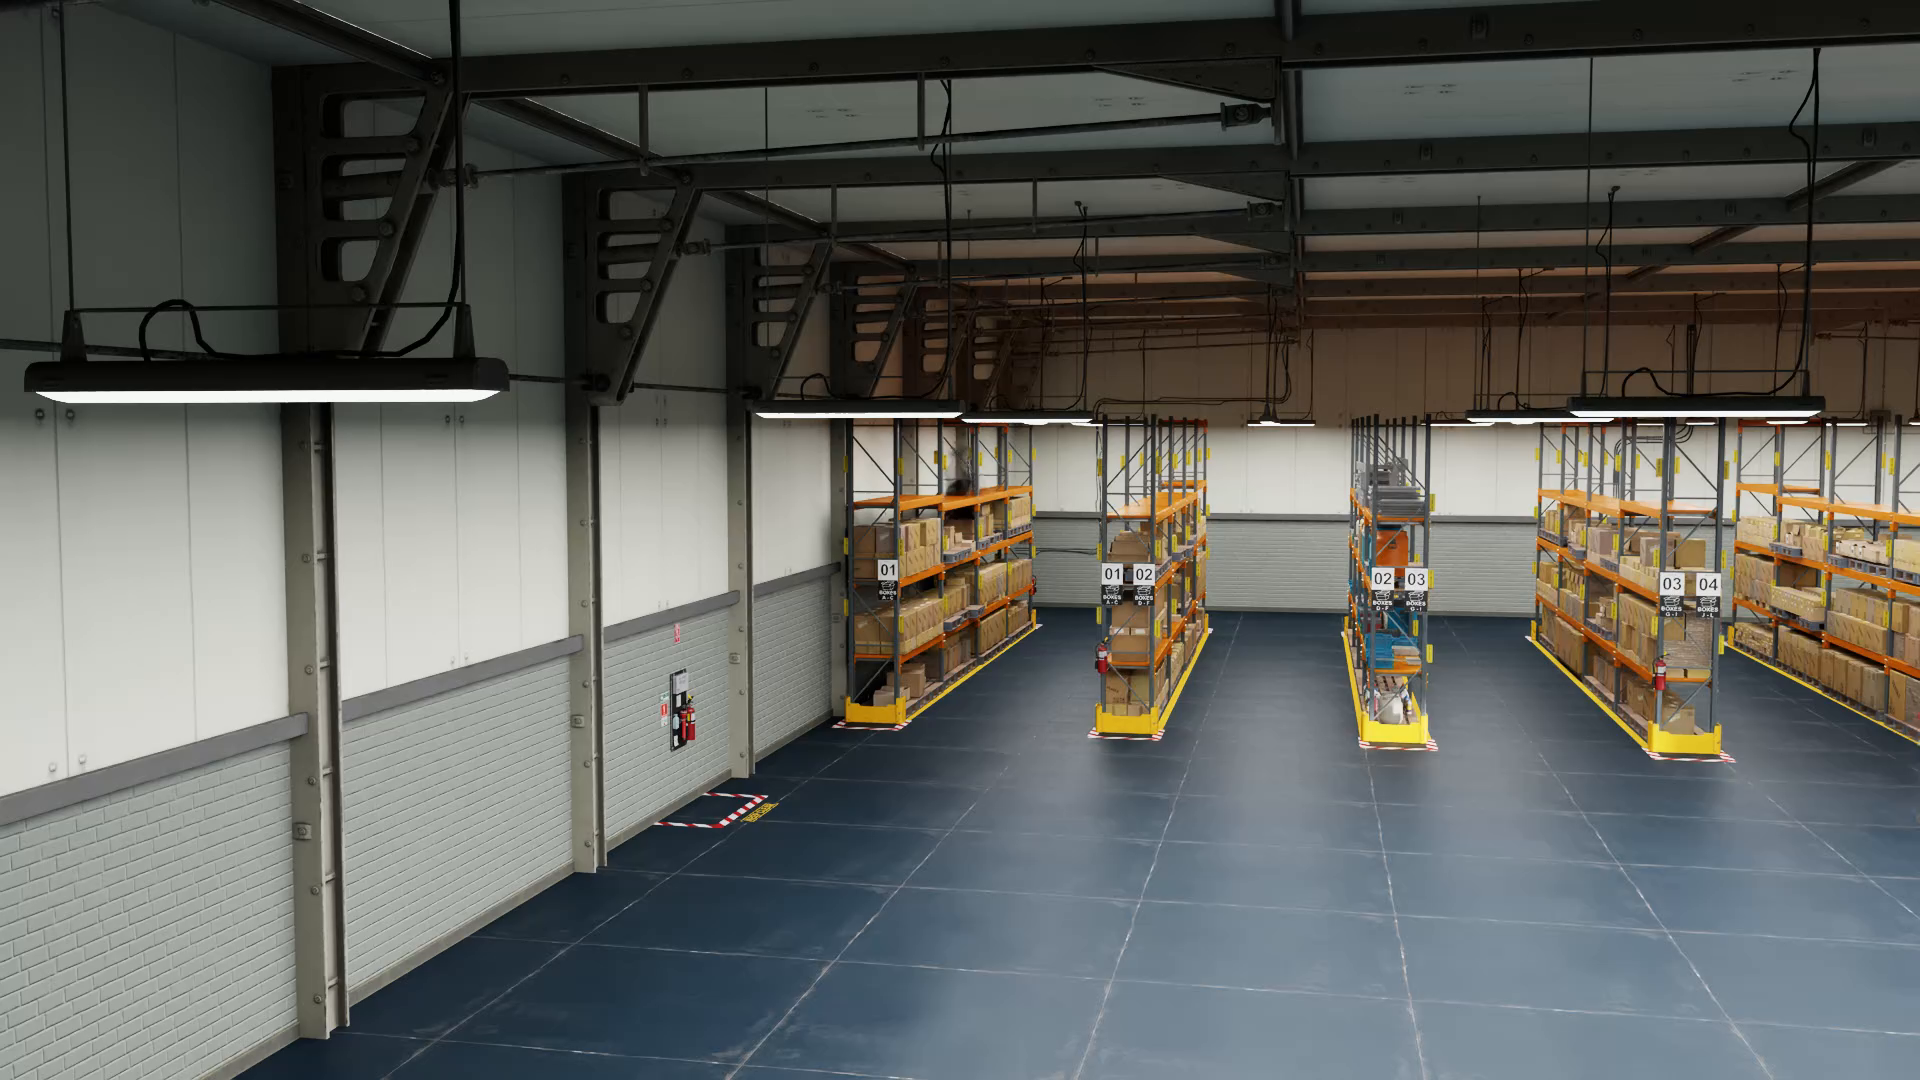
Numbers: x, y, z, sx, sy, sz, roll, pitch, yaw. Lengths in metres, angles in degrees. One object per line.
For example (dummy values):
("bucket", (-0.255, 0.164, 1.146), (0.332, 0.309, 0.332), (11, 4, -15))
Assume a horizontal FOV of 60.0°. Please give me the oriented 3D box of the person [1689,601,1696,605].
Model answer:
("person", (19.927, 1.898, 45.170), (0.709, 1.685, 0.587), (-1, 4, -10))
